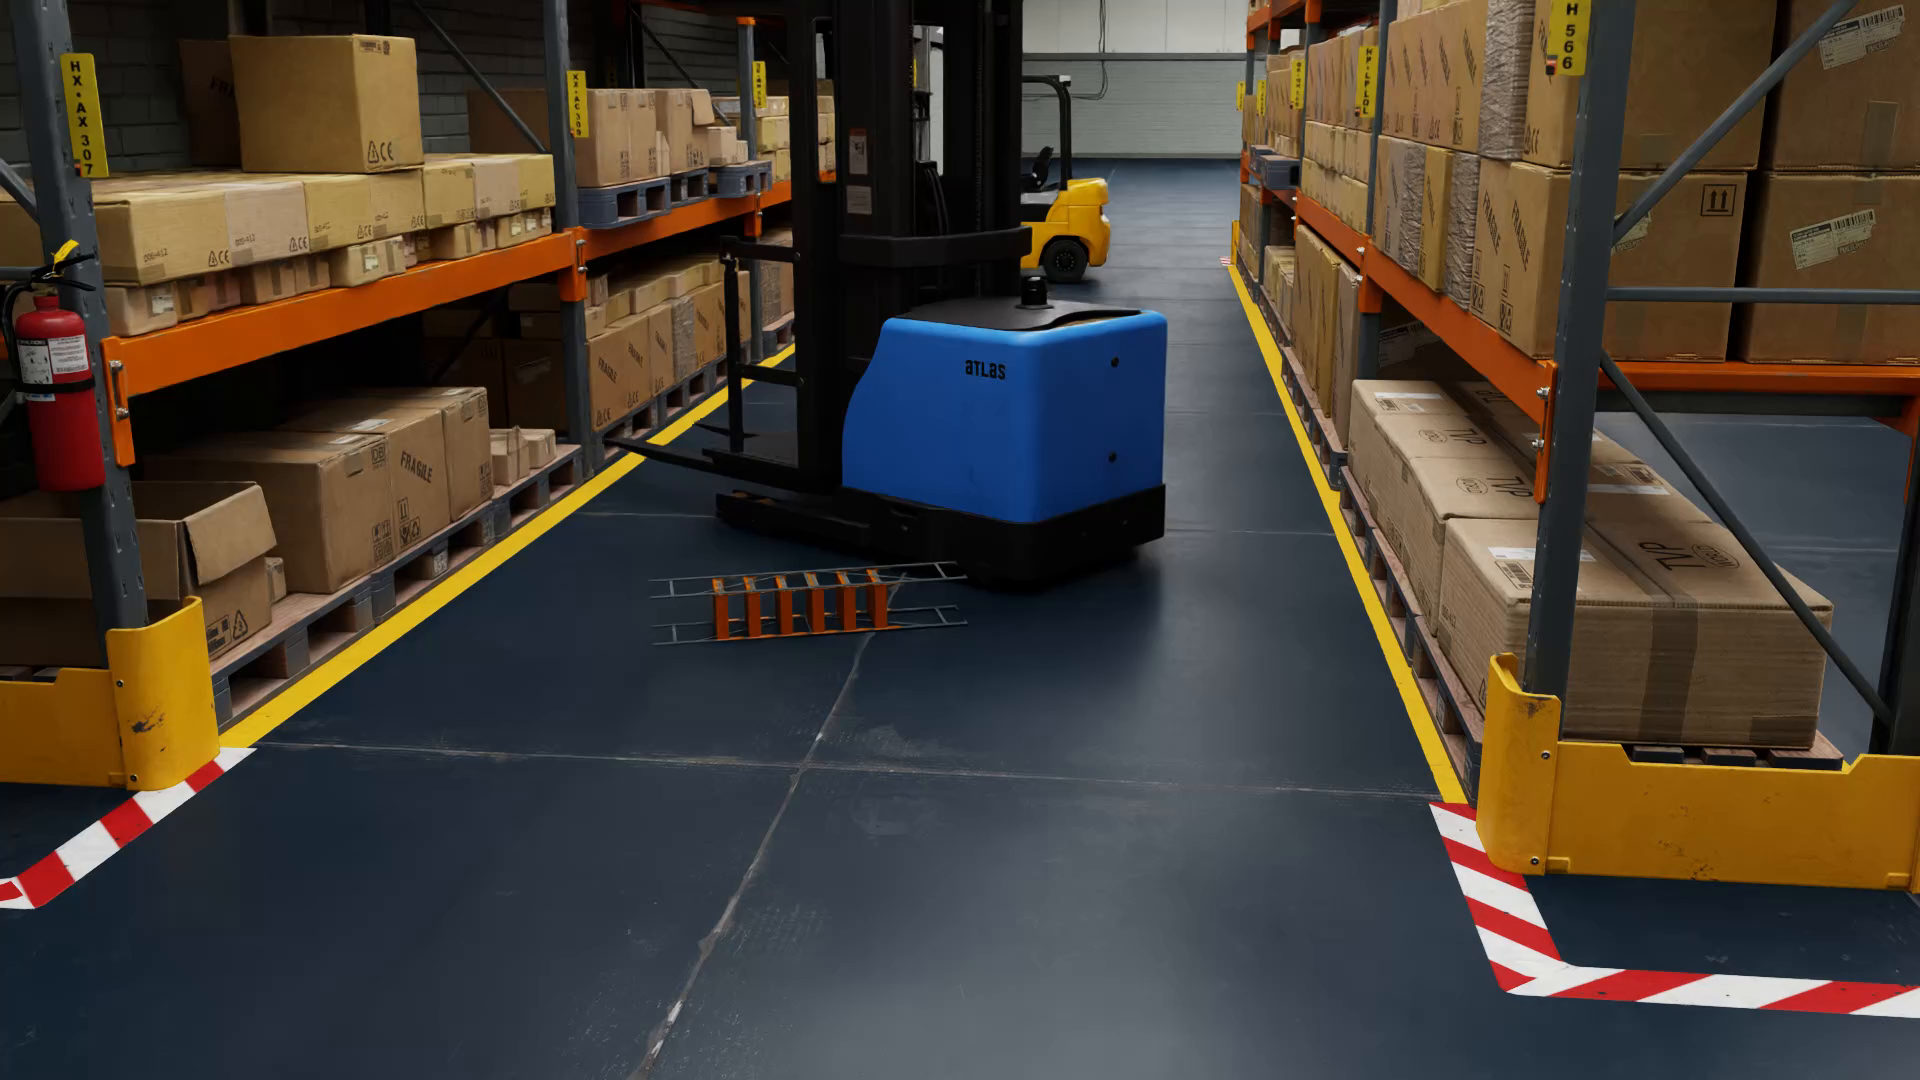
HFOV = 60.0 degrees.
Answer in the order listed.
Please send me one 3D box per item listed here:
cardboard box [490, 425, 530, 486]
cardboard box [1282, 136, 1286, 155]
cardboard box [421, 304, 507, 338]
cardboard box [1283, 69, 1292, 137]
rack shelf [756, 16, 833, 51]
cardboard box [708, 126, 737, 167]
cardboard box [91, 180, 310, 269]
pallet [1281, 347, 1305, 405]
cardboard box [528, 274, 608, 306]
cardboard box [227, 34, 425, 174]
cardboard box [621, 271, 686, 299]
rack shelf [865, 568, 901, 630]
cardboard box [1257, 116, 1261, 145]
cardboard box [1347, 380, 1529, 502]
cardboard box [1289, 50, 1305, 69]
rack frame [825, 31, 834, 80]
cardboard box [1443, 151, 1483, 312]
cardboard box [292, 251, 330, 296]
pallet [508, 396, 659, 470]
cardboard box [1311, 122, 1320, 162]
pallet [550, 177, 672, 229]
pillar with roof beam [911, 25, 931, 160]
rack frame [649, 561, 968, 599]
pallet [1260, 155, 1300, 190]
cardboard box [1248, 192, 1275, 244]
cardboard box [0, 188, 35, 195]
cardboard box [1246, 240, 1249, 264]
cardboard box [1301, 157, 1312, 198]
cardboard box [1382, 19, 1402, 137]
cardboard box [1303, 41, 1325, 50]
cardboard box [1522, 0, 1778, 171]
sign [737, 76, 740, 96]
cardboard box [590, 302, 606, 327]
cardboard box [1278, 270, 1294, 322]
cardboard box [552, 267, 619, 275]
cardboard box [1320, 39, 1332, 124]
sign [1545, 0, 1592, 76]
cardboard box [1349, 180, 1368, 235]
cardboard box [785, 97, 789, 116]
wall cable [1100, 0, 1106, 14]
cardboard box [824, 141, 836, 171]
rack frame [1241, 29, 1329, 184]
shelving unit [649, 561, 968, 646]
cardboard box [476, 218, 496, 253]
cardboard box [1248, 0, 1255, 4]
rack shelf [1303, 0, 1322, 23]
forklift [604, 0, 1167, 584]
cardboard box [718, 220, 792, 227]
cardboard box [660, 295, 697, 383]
[{"bbox_3d":[-2.272,-0.420,7.902,0.396,0.266,0.258,2,15,8],"label":"cardboard box"},{"bbox_3d":[2.705,-3.052,12.878,0.380,0.149,0.250,1,15,4],"label":"cardboard box"},{"bbox_3d":[-2.705,-1.196,9.080,0.380,0.149,0.250,1,15,4],"label":"cardboard box"},{"bbox_3d":[2.746,-3.330,12.665,0.500,0.500,0.500,1,15,5],"label":"cardboard box"},{"bbox_3d":[-1.332,-5.477,17.802,1.077,0.370,4.000,2,15,6],"label":"rack shelf"},{"bbox_3d":[-1.807,-2.667,11.263,0.500,0.250,0.500,1,15,4],"label":"cardboard box"},{"bbox_3d":[-2.536,-1.057,5.542,0.500,0.250,0.500,2,15,7],"label":"cardboard box"},{"bbox_3d":[2.759,-1.127,11.424,1.003,0.211,1.213,2,15,6],"label":"pallet"},{"bbox_3d":[-2.174,-1.390,9.226,0.380,0.149,0.250,1,15,4],"label":"cardboard box"},{"bbox_3d":[-2.424,-1.677,6.399,0.500,0.500,0.500,2,15,8],"label":"cardboard box"},{"bbox_3d":[-1.991,-1.651,10.762,0.380,0.149,0.250,1,15,4],"label":"cardboard box"},{"bbox_3d":[-0.303,0.223,6.455,0.103,0.180,0.258,-3,15,-11],"label":"rack shelf"},{"bbox_3d":[3.229,-4.161,16.541,0.500,0.500,0.500,2,15,8],"label":"cardboard box"},{"bbox_3d":[2.294,-0.444,7.660,0.875,0.438,0.875,1,15,5],"label":"cardboard box"},{"bbox_3d":[2.828,-3.815,13.217,0.380,0.149,0.250,1,15,4],"label":"cardboard box"},{"bbox_3d":[-1.106,-4.895,20.018,1.000,3.000,0.127,2,15,6],"label":"rack frame"},{"bbox_3d":[1.932,-1.045,5.587,0.500,0.500,0.500,2,15,8],"label":"cardboard box"},{"bbox_3d":[-2.511,-0.970,5.986,0.380,0.149,0.250,2,15,7],"label":"cardboard box"},{"bbox_3d":[-2.406,-0.649,9.657,1.003,0.211,1.213,2,15,6],"label":"pallet"},{"bbox_3d":[2.561,-2.586,10.808,0.500,0.250,0.500,2,15,8],"label":"cardboard box"},{"bbox_3d":[-2.262,-1.894,9.288,1.003,0.211,1.213,2,15,6],"label":"pallet"},{"bbox_3d":[3.551,-10.623,29.707,9.100,9.000,0.400,2,15,6],"label":"pillar with roof beam"},{"bbox_3d":[-0.582,0.151,6.376,1.200,0.006,0.240,-3,15,-11],"label":"rack frame"},{"bbox_3d":[2.898,-2.770,12.528,1.213,0.211,1.003,2,15,6],"label":"pallet"},{"bbox_3d":[3.287,-3.375,17.425,0.500,0.500,0.500,3,15,9],"label":"cardboard box"},{"bbox_3d":[-3.124,-0.944,5.123,0.500,0.250,0.500,2,15,8],"label":"cardboard box"},{"bbox_3d":[3.286,-3.019,17.544,0.500,0.250,0.500,2,15,7],"label":"cardboard box"},{"bbox_3d":[2.618,-2.483,11.386,0.500,0.250,0.500,1,15,5],"label":"cardboard box"},{"bbox_3d":[2.178,-2.052,7.397,0.500,0.500,0.500,2,15,7],"label":"cardboard box"},{"bbox_3d":[3.640,-4.495,15.861,0.700,0.500,0.500,2,15,6],"label":"cardboard box"},{"bbox_3d":[1.838,-1.263,4.479,0.500,0.500,0.500,2,15,8],"label":"cardboard box"},{"bbox_3d":[-2.109,-4.330,16.117,0.100,0.325,0.005,2,15,6],"label":"sign"},{"bbox_3d":[-2.201,-1.251,9.284,0.380,0.149,0.250,1,15,5],"label":"cardboard box"},{"bbox_3d":[3.072,-1.947,13.346,0.950,0.372,0.625,1,15,5],"label":"cardboard box"},{"bbox_3d":[-2.487,-1.731,11.060,0.380,0.149,0.250,1,15,5],"label":"cardboard box"},{"bbox_3d":[2.505,-2.822,10.247,0.500,0.500,0.500,2,15,8],"label":"cardboard box"},{"bbox_3d":[1.483,-1.293,4.025,0.100,0.325,0.005,2,15,6],"label":"sign"},{"bbox_3d":[2.272,-1.689,8.449,0.500,0.250,0.500,1,15,5],"label":"cardboard box"},{"bbox_3d":[-1.545,-3.591,13.760,0.380,0.149,0.250,2,15,7],"label":"cardboard box"},{"bbox_3d":[5.639,-17.002,49.574,3.097,2.526,0.112,2,15,6],"label":"wall cable"},{"bbox_3d":[-1.406,-3.516,15.207,0.500,0.250,0.500,2,15,6],"label":"cardboard box"},{"bbox_3d":[3.826,-4.750,19.481,1.000,3.000,0.127,2,15,6],"label":"rack frame"},{"bbox_3d":[-0.581,0.240,6.400,1.200,0.189,0.258,-3,15,-11],"label":"shelving unit"},{"bbox_3d":[-2.315,-1.368,7.455,0.380,0.149,0.250,2,15,8],"label":"cardboard box"},{"bbox_3d":[3.505,-6.146,18.617,0.500,0.250,0.500,1,15,5],"label":"cardboard box"},{"bbox_3d":[2.698,-3.257,9.592,1.077,0.370,4.000,2,15,6],"label":"rack shelf"},{"bbox_3d":[-0.522,-1.533,7.716,3.031,2.935,1.130,13,20,40],"label":"forklift"},{"bbox_3d":[-1.701,-2.577,15.192,0.875,0.625,0.625,2,15,6],"label":"cardboard box"},{"bbox_3d":[-2.007,-1.300,10.706,0.500,0.500,0.500,1,15,4],"label":"cardboard box"}]
